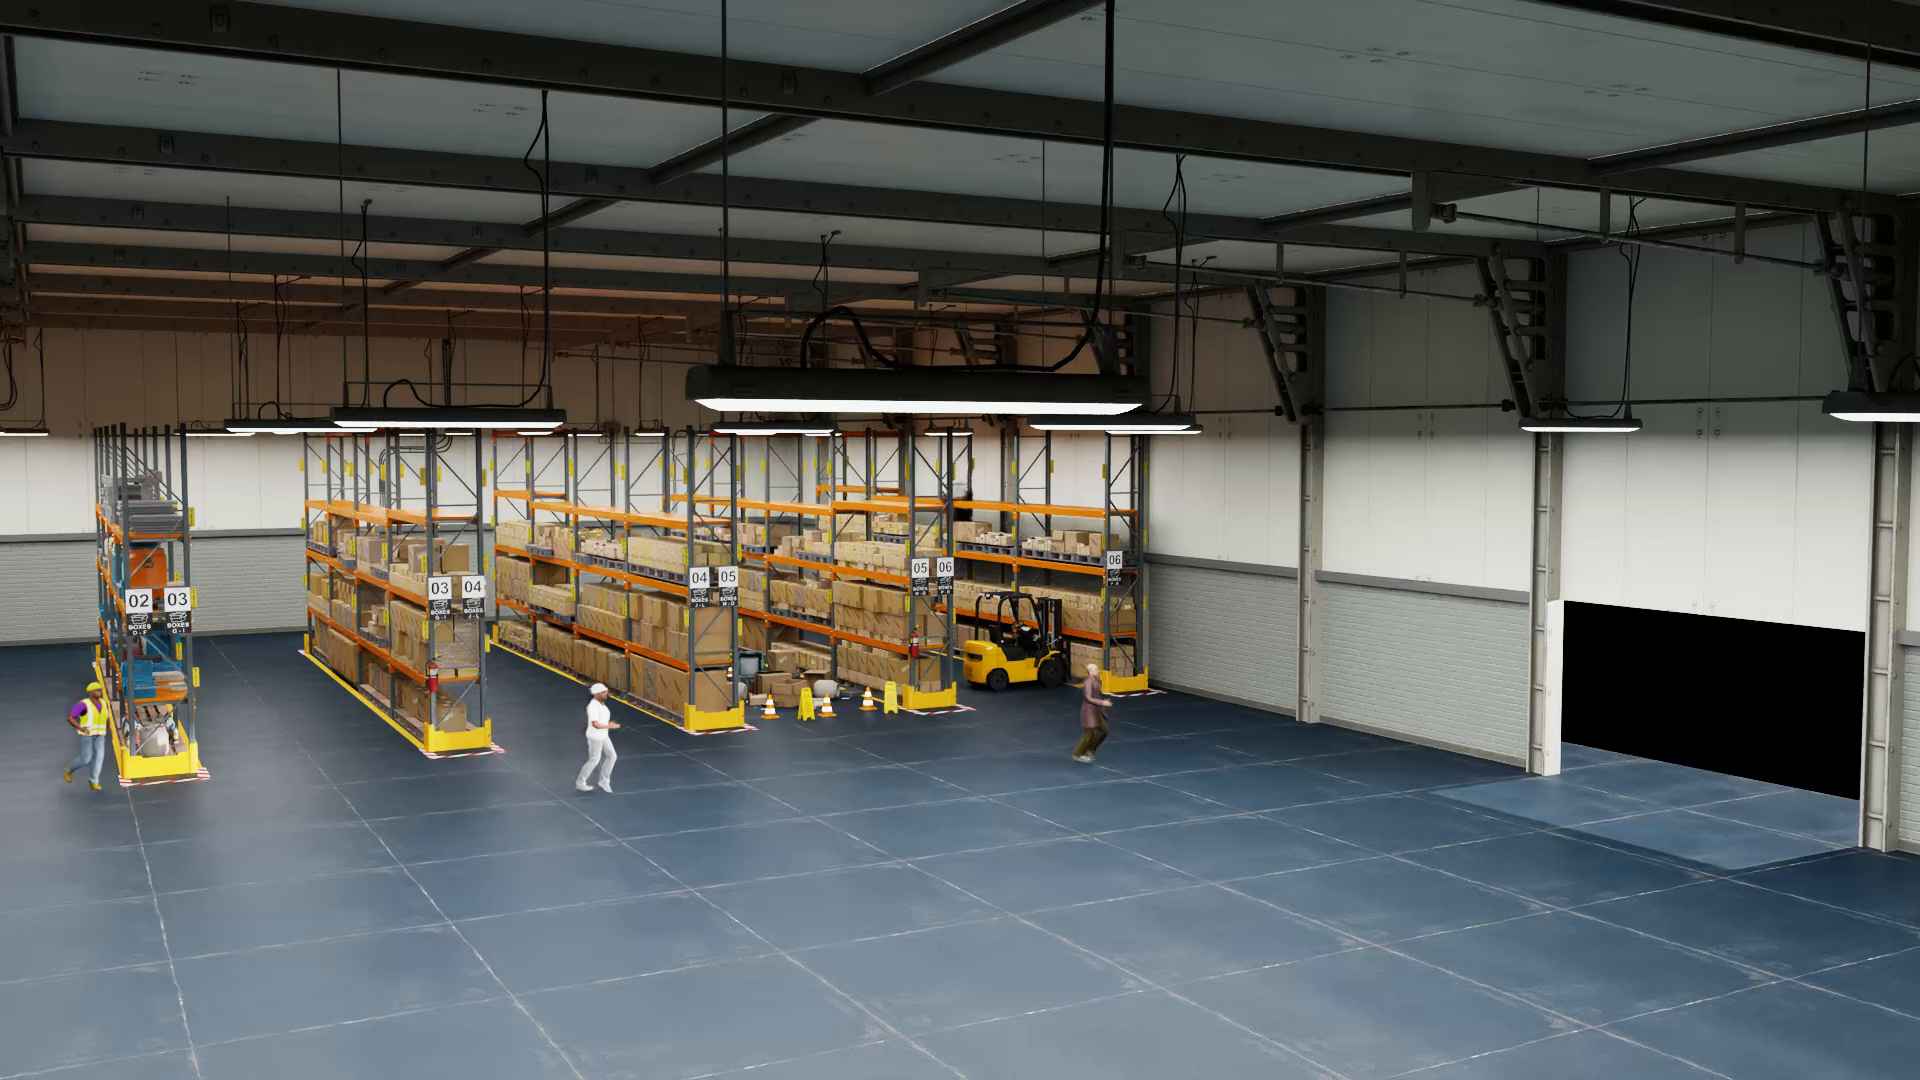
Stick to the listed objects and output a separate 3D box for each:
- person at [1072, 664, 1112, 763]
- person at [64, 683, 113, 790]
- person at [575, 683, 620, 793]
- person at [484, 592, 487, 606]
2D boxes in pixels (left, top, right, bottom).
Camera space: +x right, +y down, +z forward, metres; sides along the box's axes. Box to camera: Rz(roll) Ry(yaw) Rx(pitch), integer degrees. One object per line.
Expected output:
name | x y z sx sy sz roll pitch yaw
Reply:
person | 2.354 3.074 29.371 0.744 1.798 0.732 1 4 20
person | -14.248 3.205 27.348 0.860 1.718 0.764 2 4 28
person | -5.841 3.232 26.890 0.741 1.841 0.720 0 3 2
person | -13.882 1.998 47.538 0.537 1.698 0.724 -3 5 -44
